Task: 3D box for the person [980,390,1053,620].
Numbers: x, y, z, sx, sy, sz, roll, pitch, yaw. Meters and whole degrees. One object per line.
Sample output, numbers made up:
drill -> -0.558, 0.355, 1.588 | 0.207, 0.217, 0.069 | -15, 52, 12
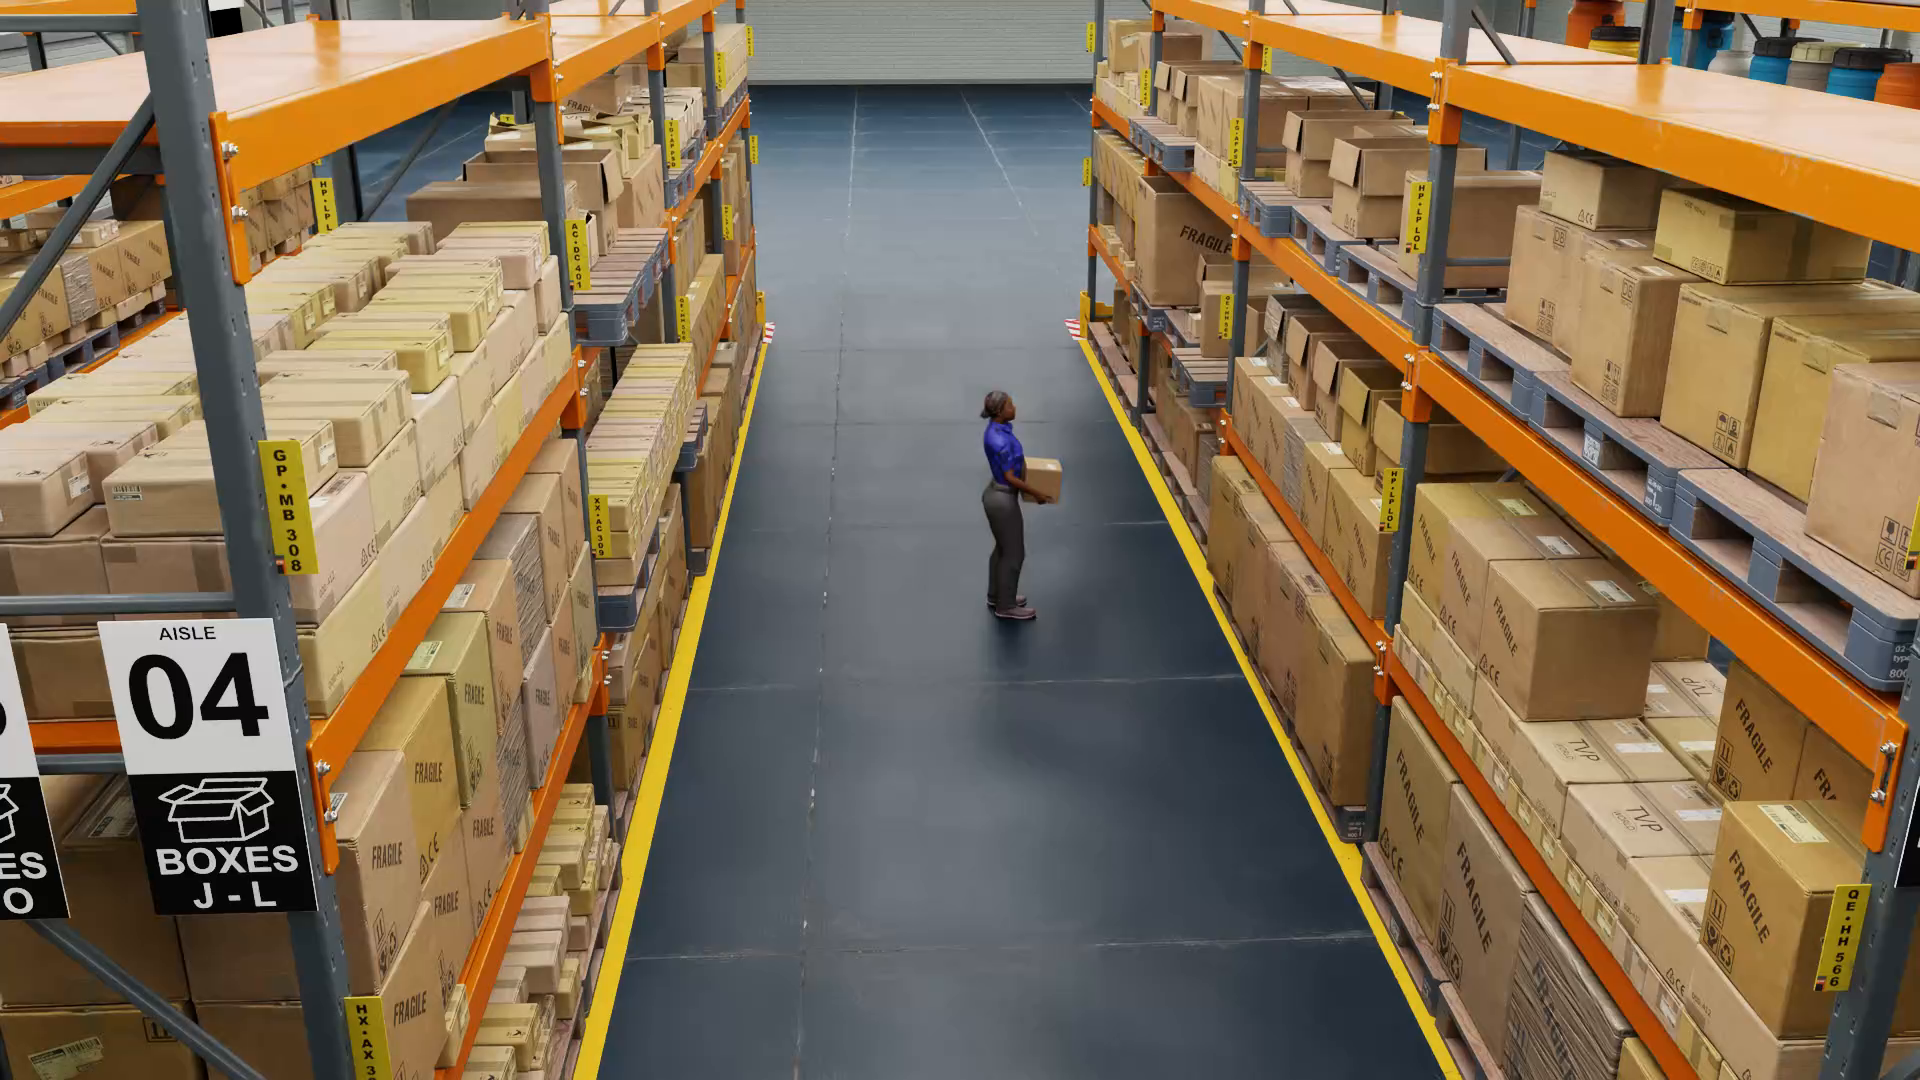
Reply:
person -> 0.395, -0.260, 11.785 | 0.508, 1.651, 0.455 | -1, 21, -3
